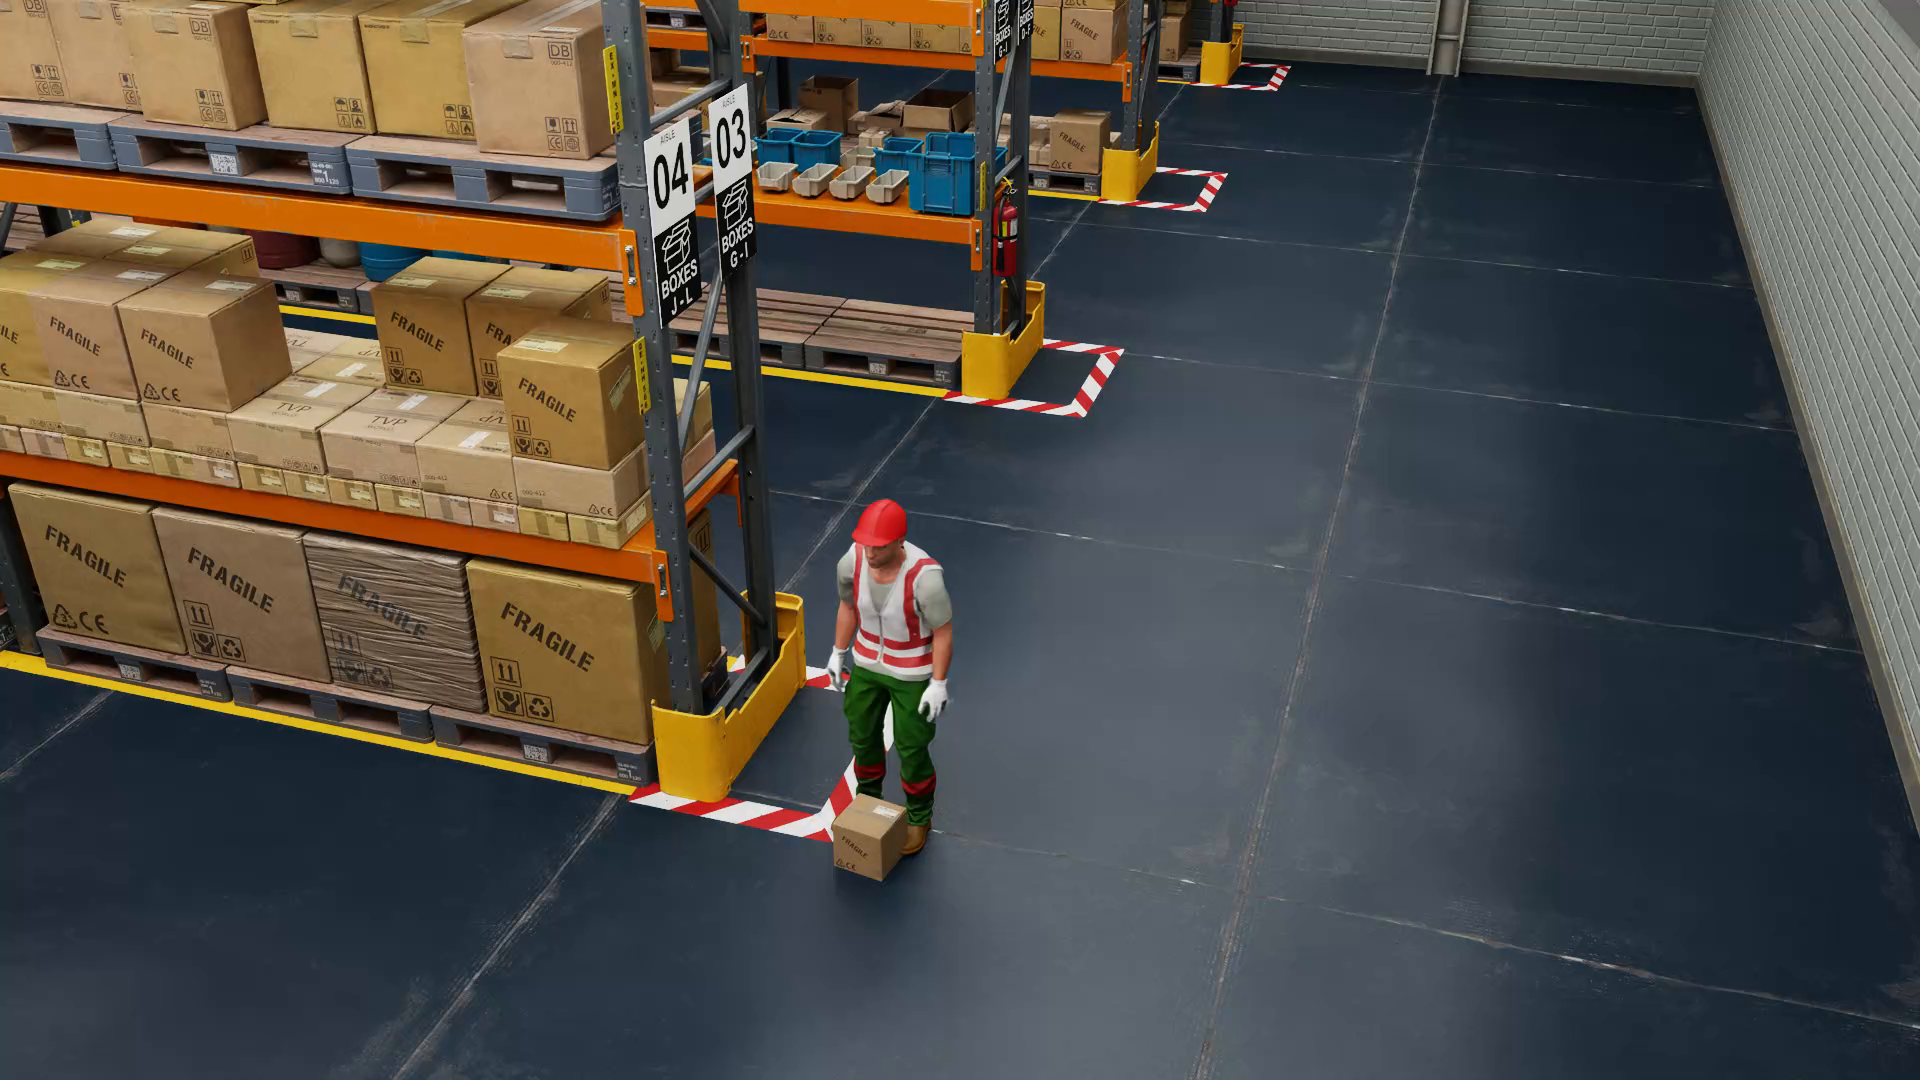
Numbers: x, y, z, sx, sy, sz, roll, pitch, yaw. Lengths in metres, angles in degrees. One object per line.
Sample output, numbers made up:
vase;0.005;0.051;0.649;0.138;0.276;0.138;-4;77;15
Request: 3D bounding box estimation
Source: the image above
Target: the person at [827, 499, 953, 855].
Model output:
person;-0.315;0.592;7.425;0.609;1.780;0.448;15;32;25
